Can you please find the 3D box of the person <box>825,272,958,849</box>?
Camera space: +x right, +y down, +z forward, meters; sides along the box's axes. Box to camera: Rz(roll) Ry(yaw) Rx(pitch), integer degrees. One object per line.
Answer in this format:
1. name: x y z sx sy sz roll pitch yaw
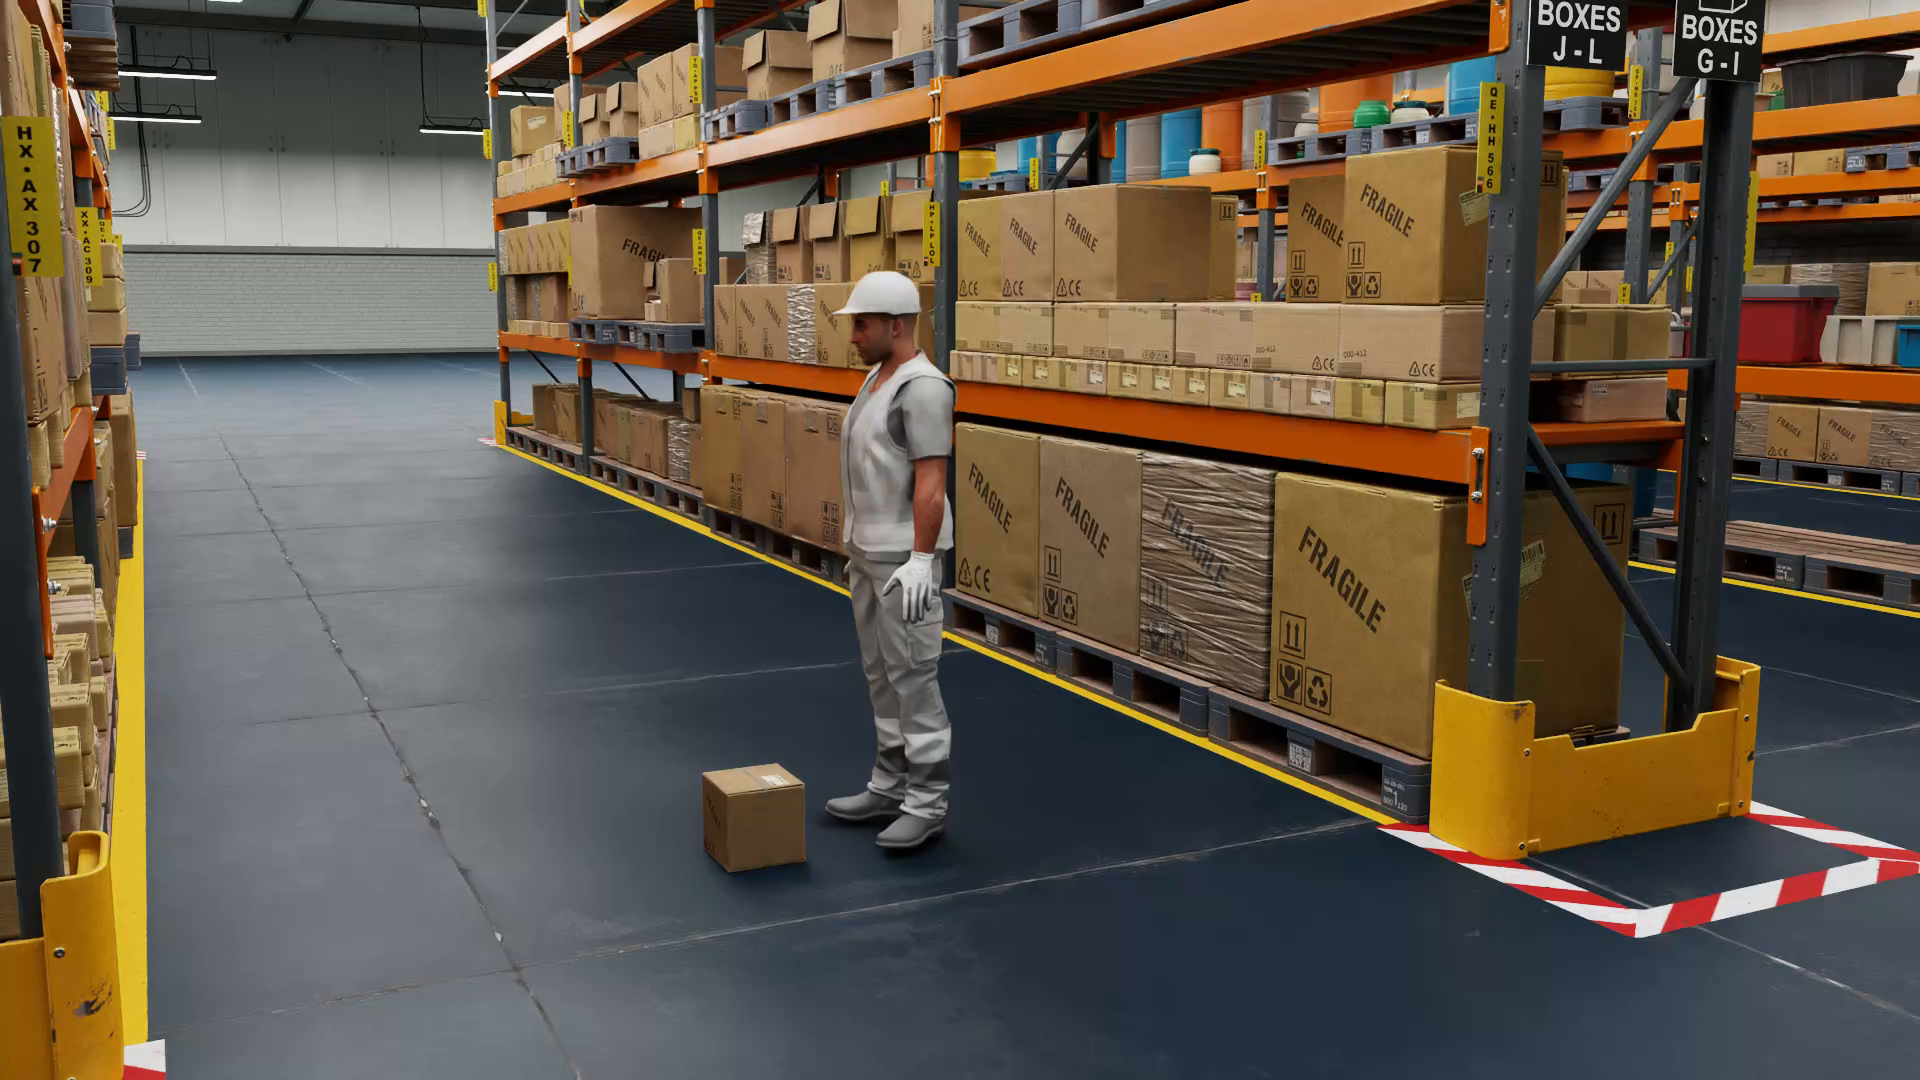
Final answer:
1. person: -0.211 0.058 5.248 0.356 1.788 0.579 -4 9 -24
